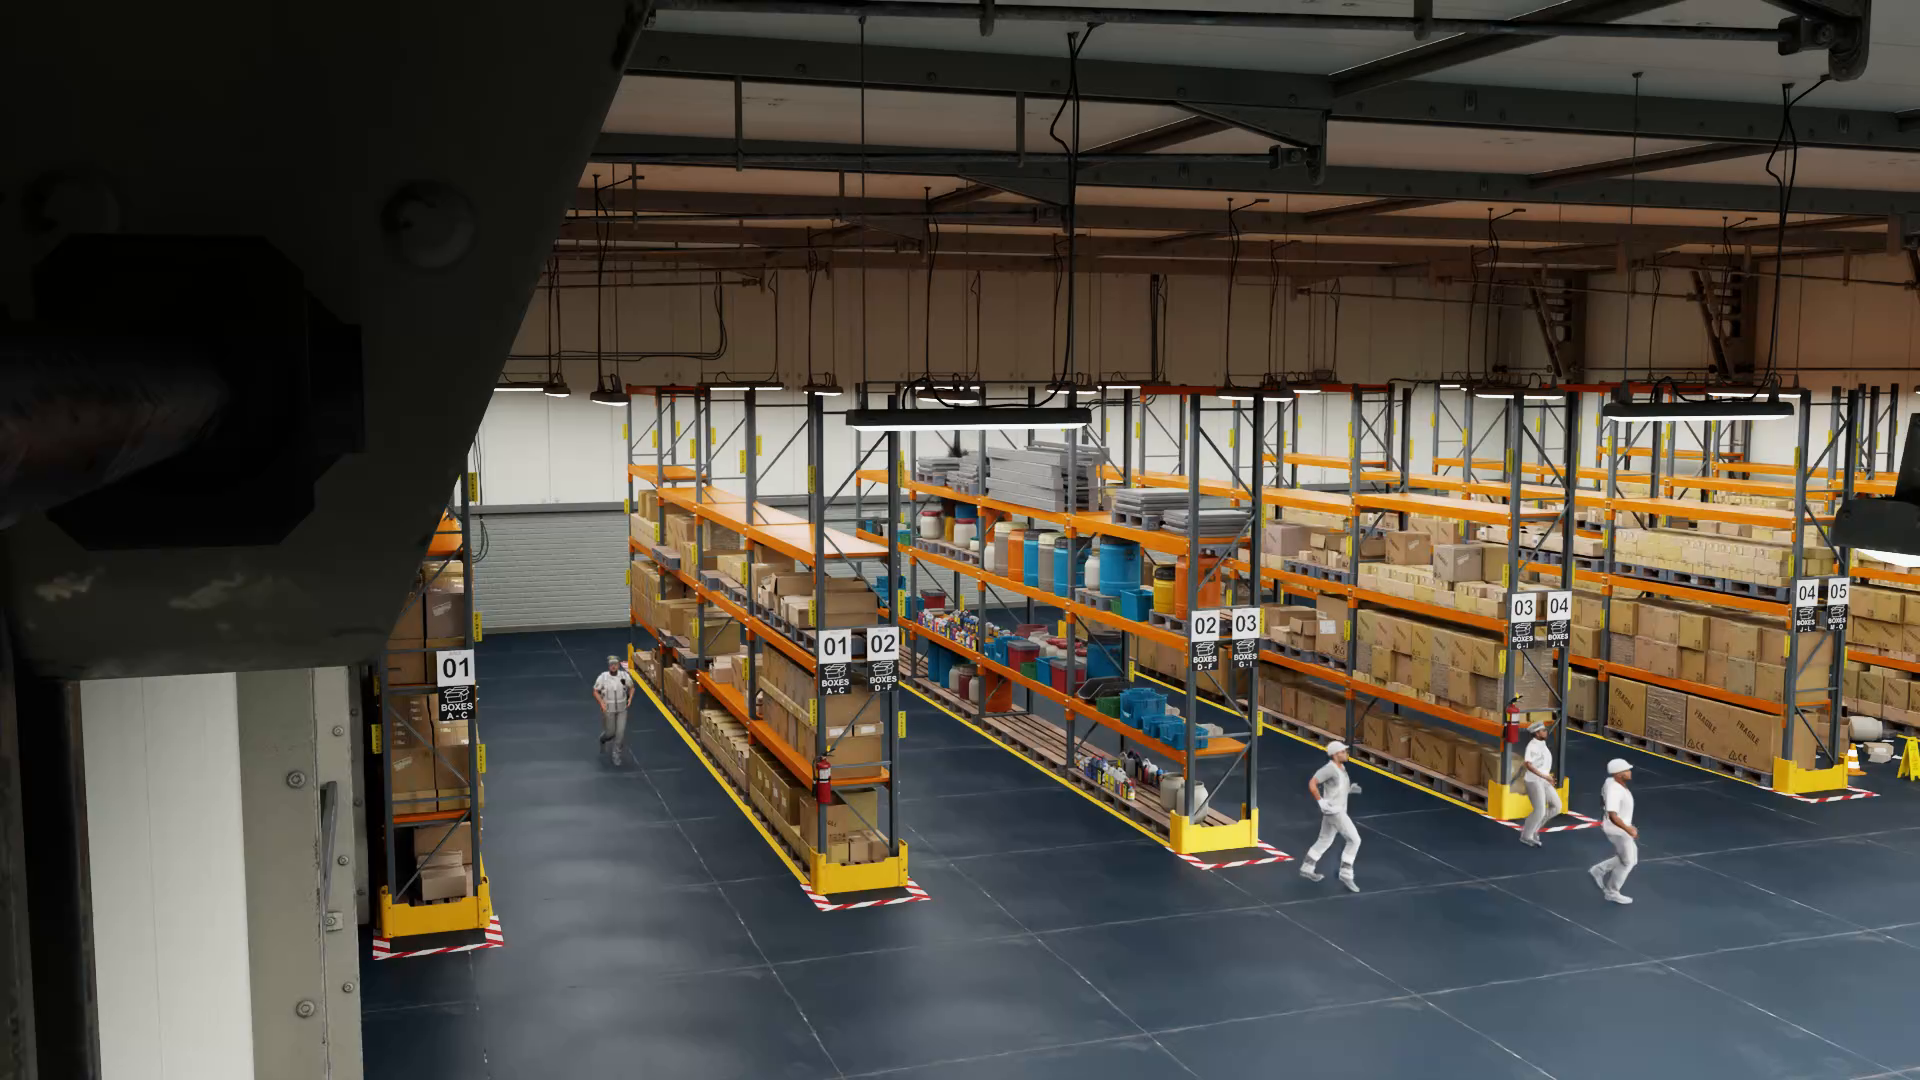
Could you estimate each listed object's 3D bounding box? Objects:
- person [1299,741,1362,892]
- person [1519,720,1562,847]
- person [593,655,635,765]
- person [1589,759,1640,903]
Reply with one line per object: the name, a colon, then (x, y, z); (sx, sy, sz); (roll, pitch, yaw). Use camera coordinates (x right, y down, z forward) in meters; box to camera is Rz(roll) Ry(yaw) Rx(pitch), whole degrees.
person: (4.533, 3.344, 20.316); (0.736, 1.815, 0.650); (2, 6, 15)
person: (7.754, 3.225, 22.126); (0.500, 1.671, 0.603); (5, 7, 38)
person: (-5.560, 2.711, 26.800); (0.659, 1.757, 0.659); (-2, 6, -21)
person: (7.787, 3.441, 19.761); (0.546, 1.729, 0.698); (2, 6, 17)
